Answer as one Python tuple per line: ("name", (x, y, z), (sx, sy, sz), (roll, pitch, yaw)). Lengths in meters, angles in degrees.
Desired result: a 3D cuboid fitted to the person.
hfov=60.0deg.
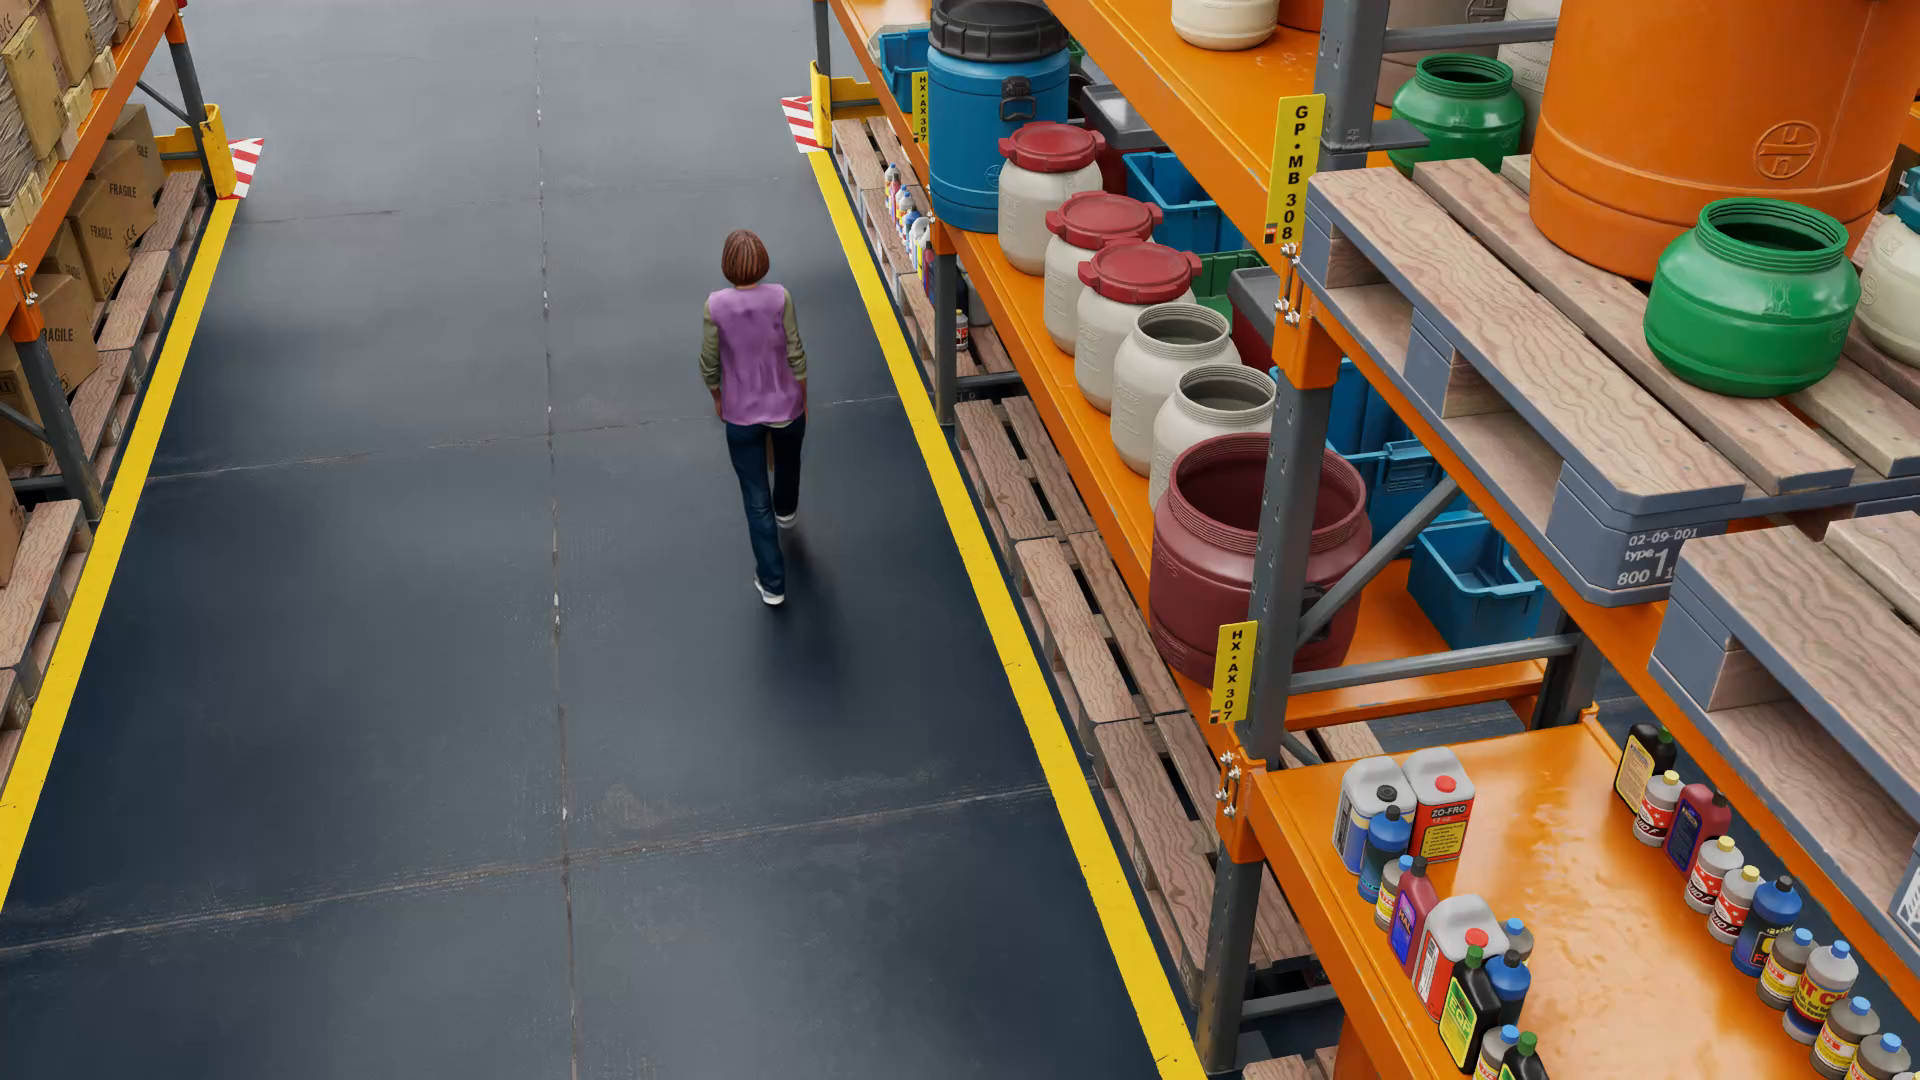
("person", (-0.863, -0.582, 6.988), (0.433, 1.558, 0.886), (-8, 36, -11))
